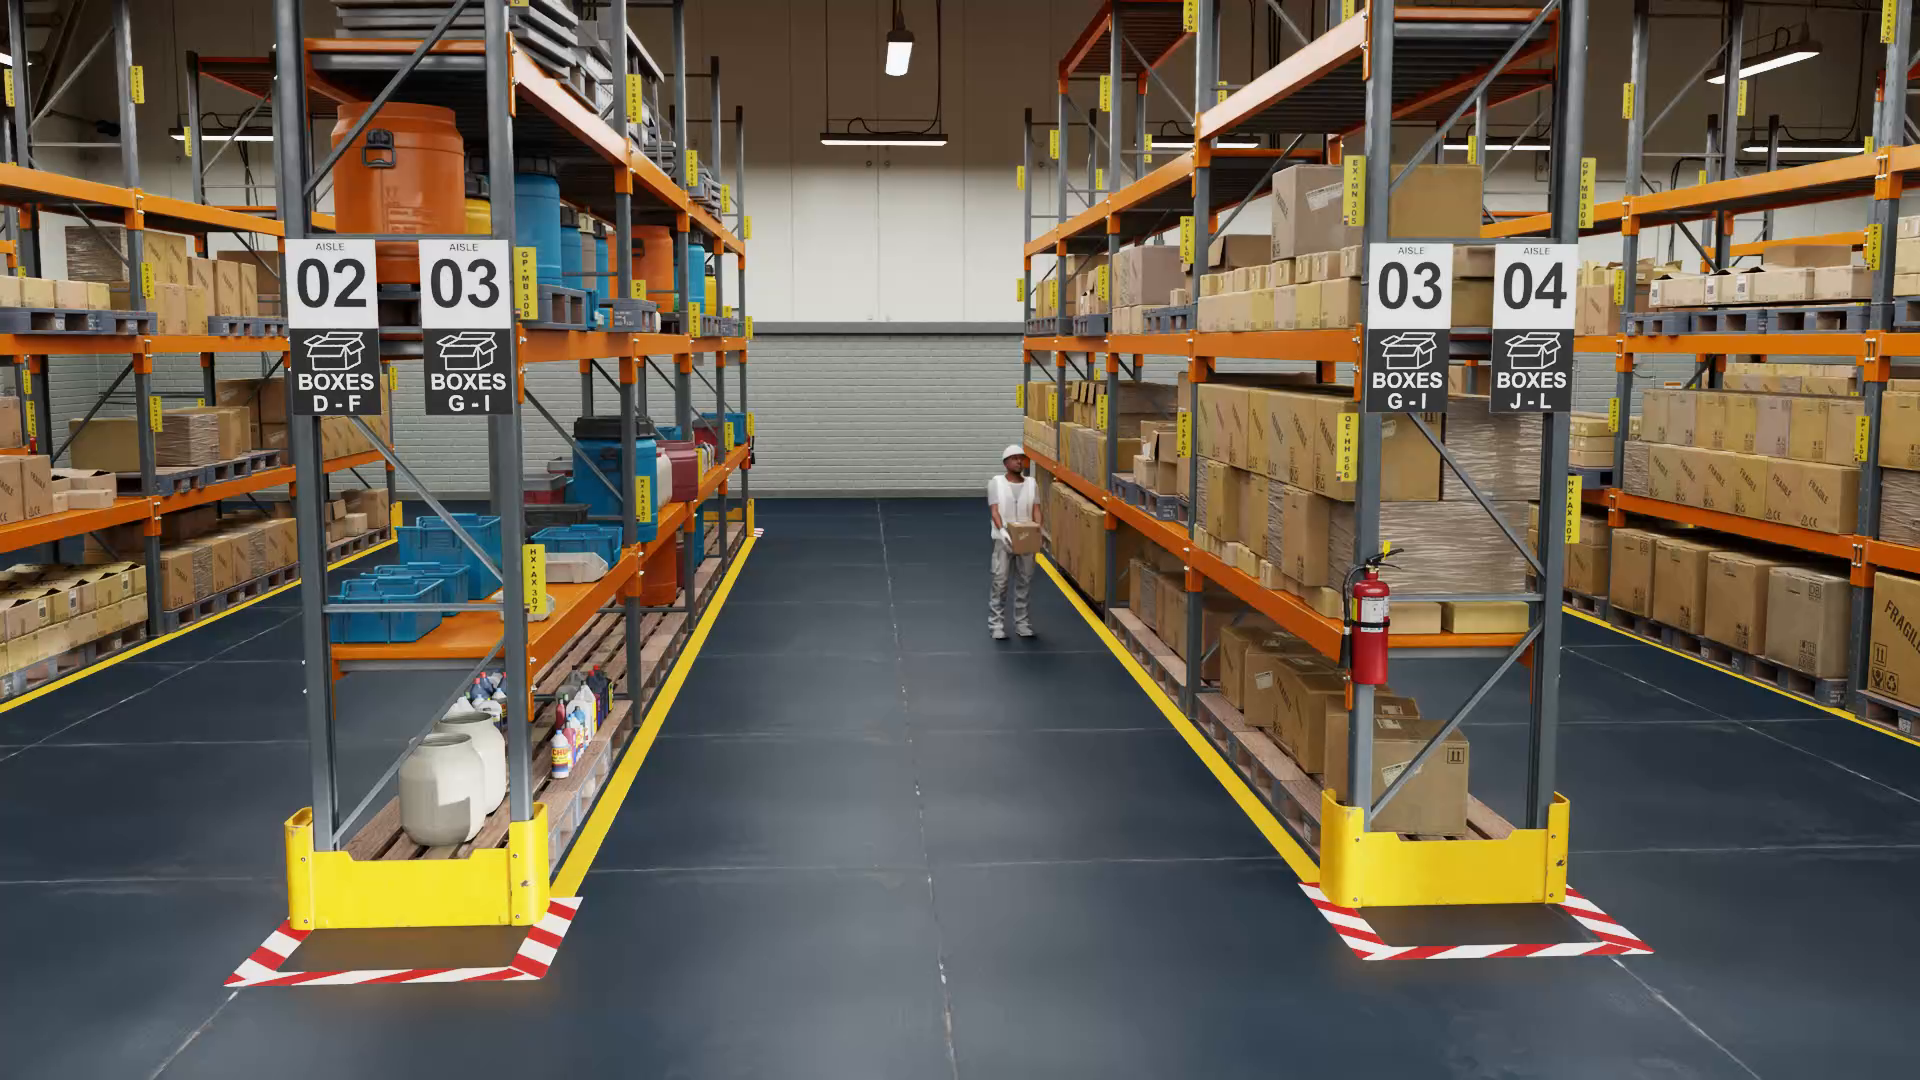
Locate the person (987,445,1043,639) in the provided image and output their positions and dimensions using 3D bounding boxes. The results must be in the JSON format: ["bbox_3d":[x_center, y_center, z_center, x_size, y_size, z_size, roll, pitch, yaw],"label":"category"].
[{"bbox_3d":[0.522,0.017,15.495,0.531,1.788,0.550,-2,7,-15],"label":"person"}]
